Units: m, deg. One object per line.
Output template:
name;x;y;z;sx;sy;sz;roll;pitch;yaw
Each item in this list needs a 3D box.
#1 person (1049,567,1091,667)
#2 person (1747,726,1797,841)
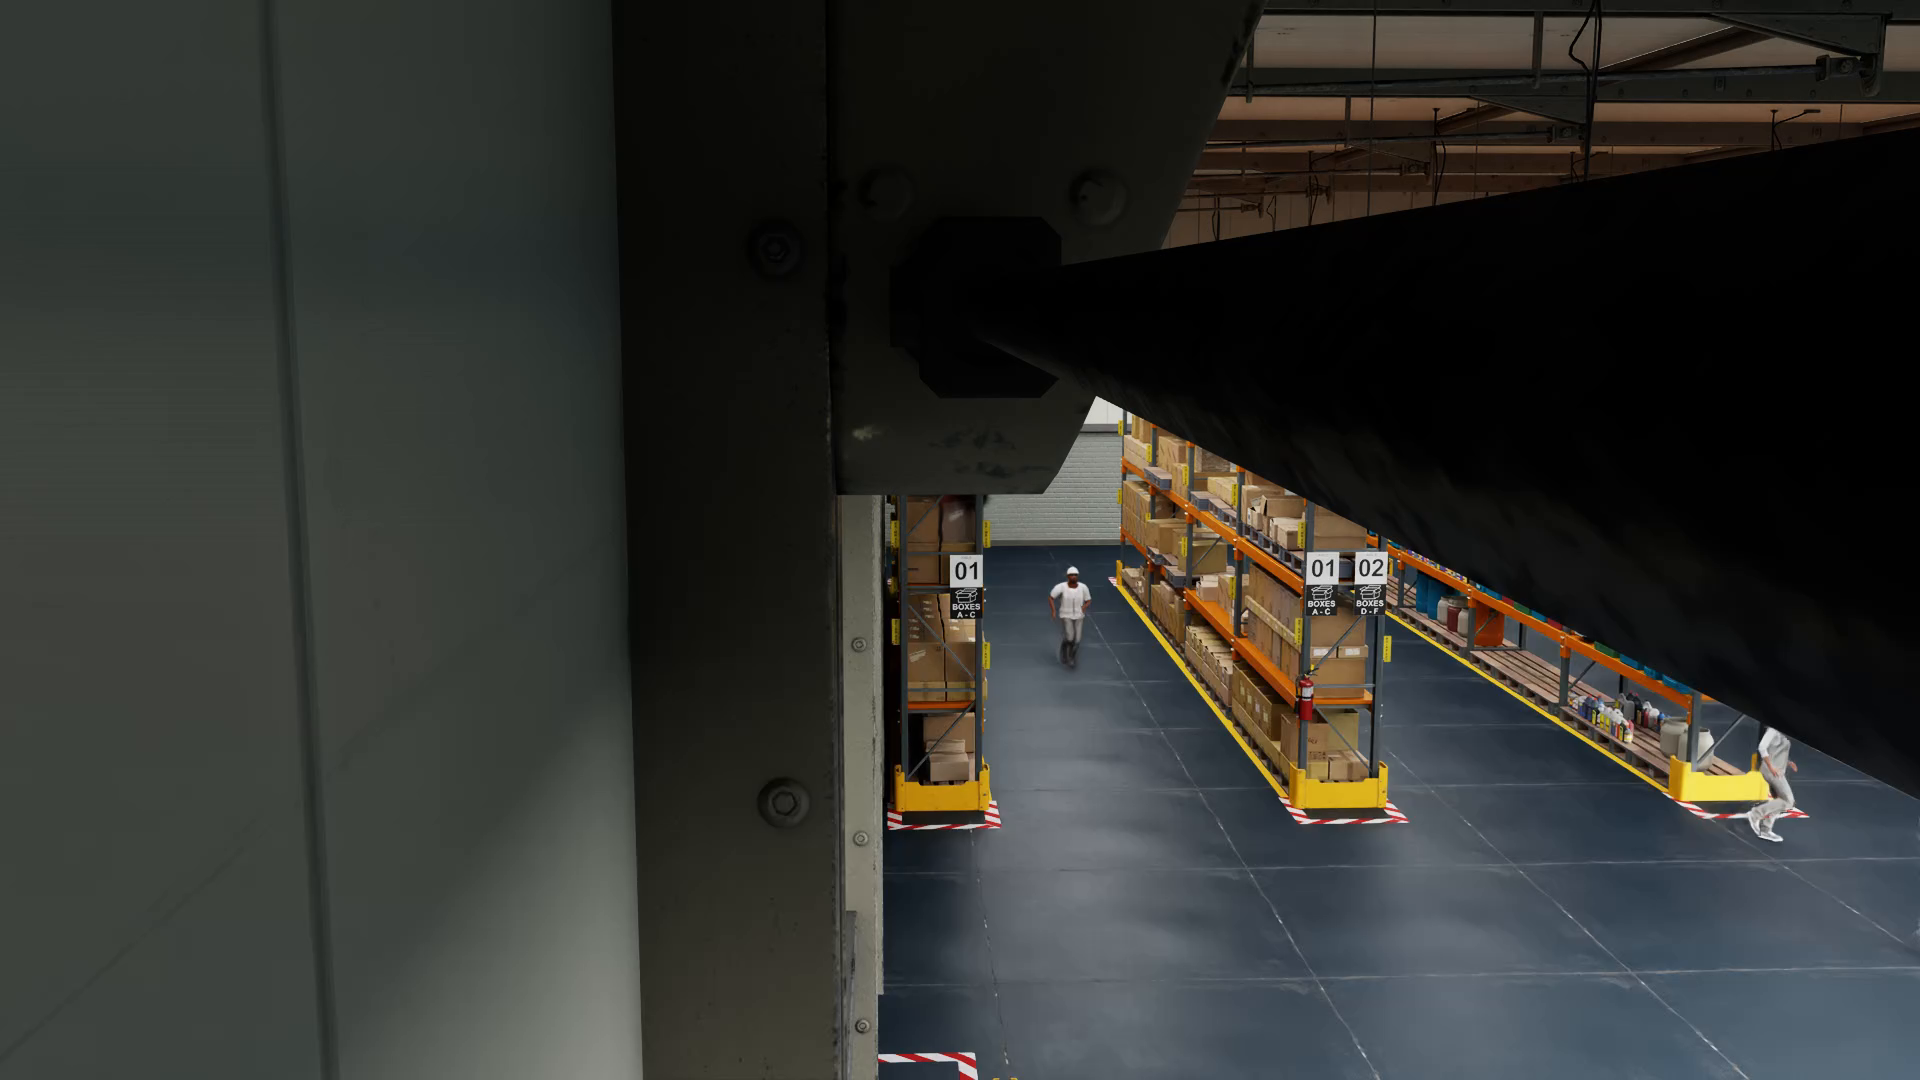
person;1.903;1.318;28.228;0.692;1.724;0.607;-2;9;-12
person;9.521;2.722;19.463;0.489;1.549;0.592;4;9;26
